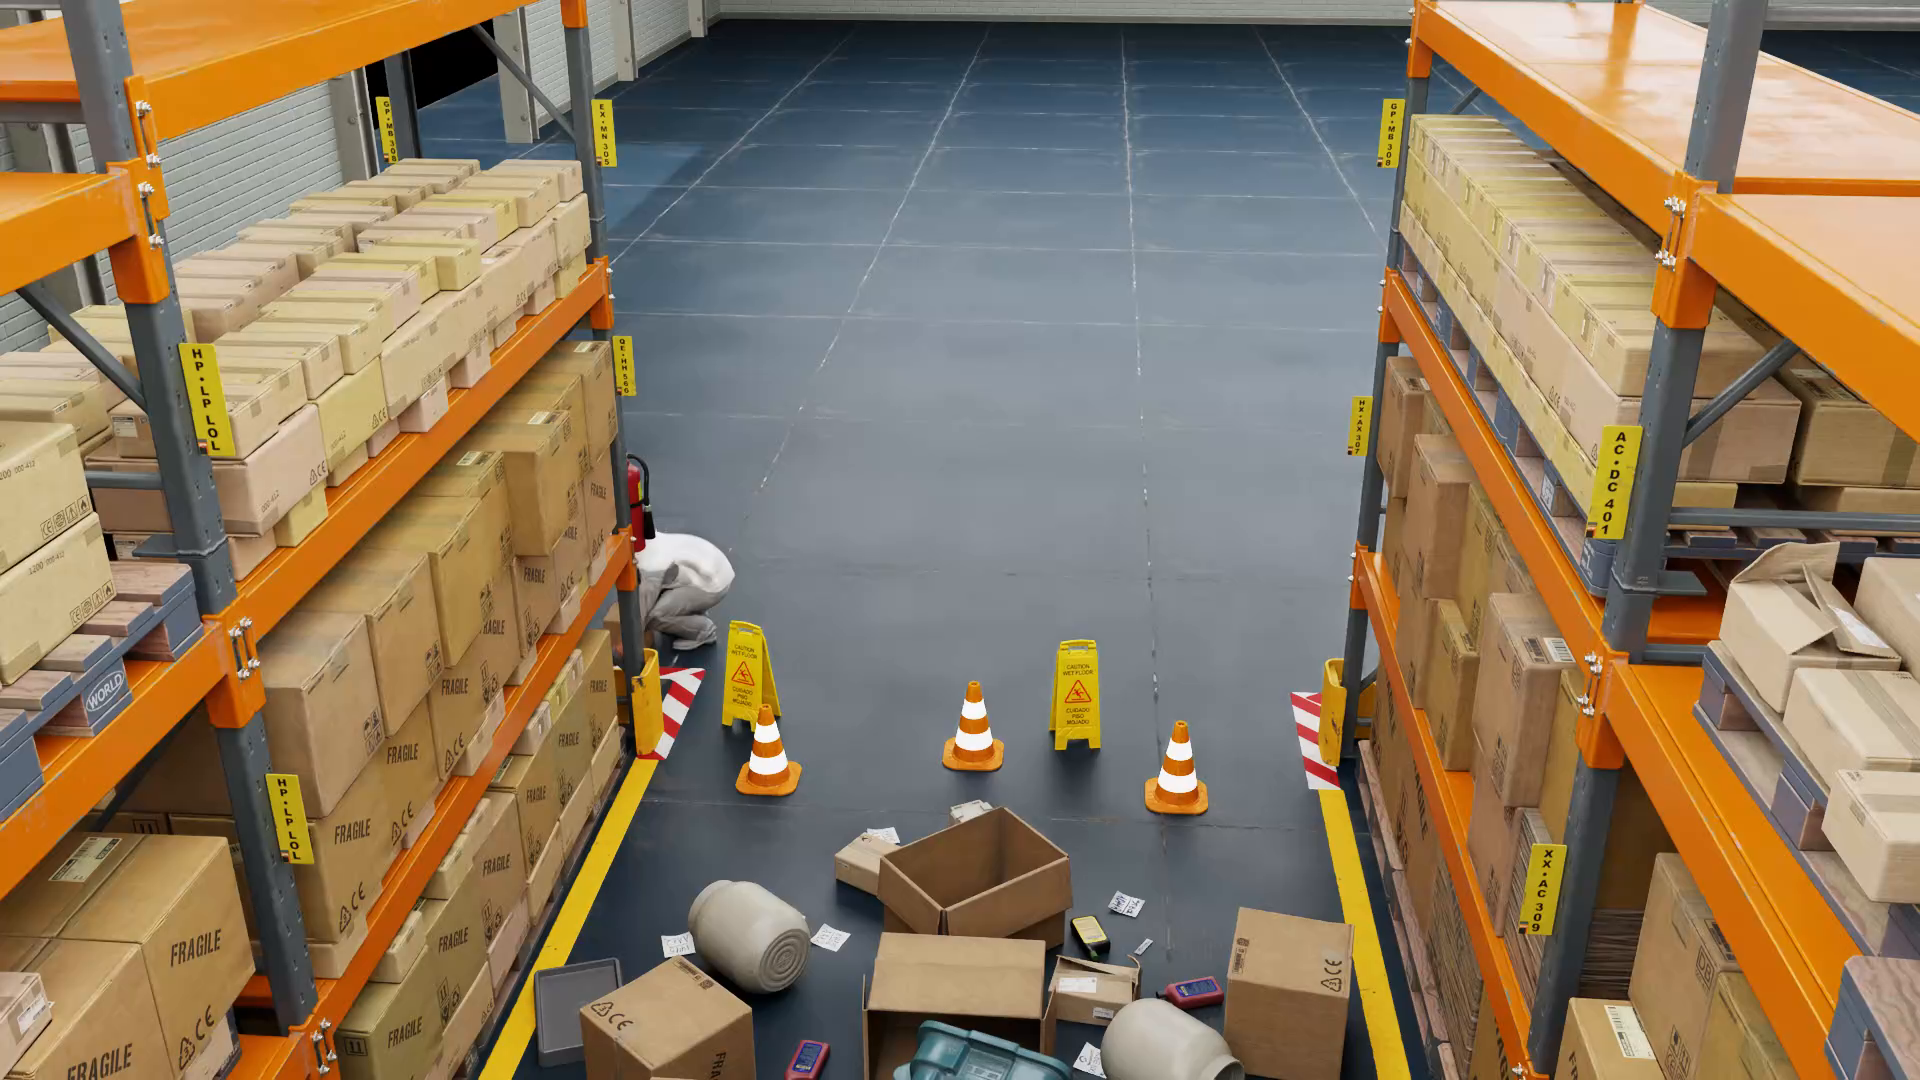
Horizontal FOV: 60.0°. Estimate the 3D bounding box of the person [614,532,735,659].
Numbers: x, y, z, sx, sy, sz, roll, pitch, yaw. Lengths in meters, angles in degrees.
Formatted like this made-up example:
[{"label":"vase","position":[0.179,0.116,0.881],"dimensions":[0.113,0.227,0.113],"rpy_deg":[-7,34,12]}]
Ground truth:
[{"label":"person","position":[-1.909,0.327,10.535],"dimensions":[0.951,0.867,0.527],"rpy_deg":[-10,26,-21]}]
